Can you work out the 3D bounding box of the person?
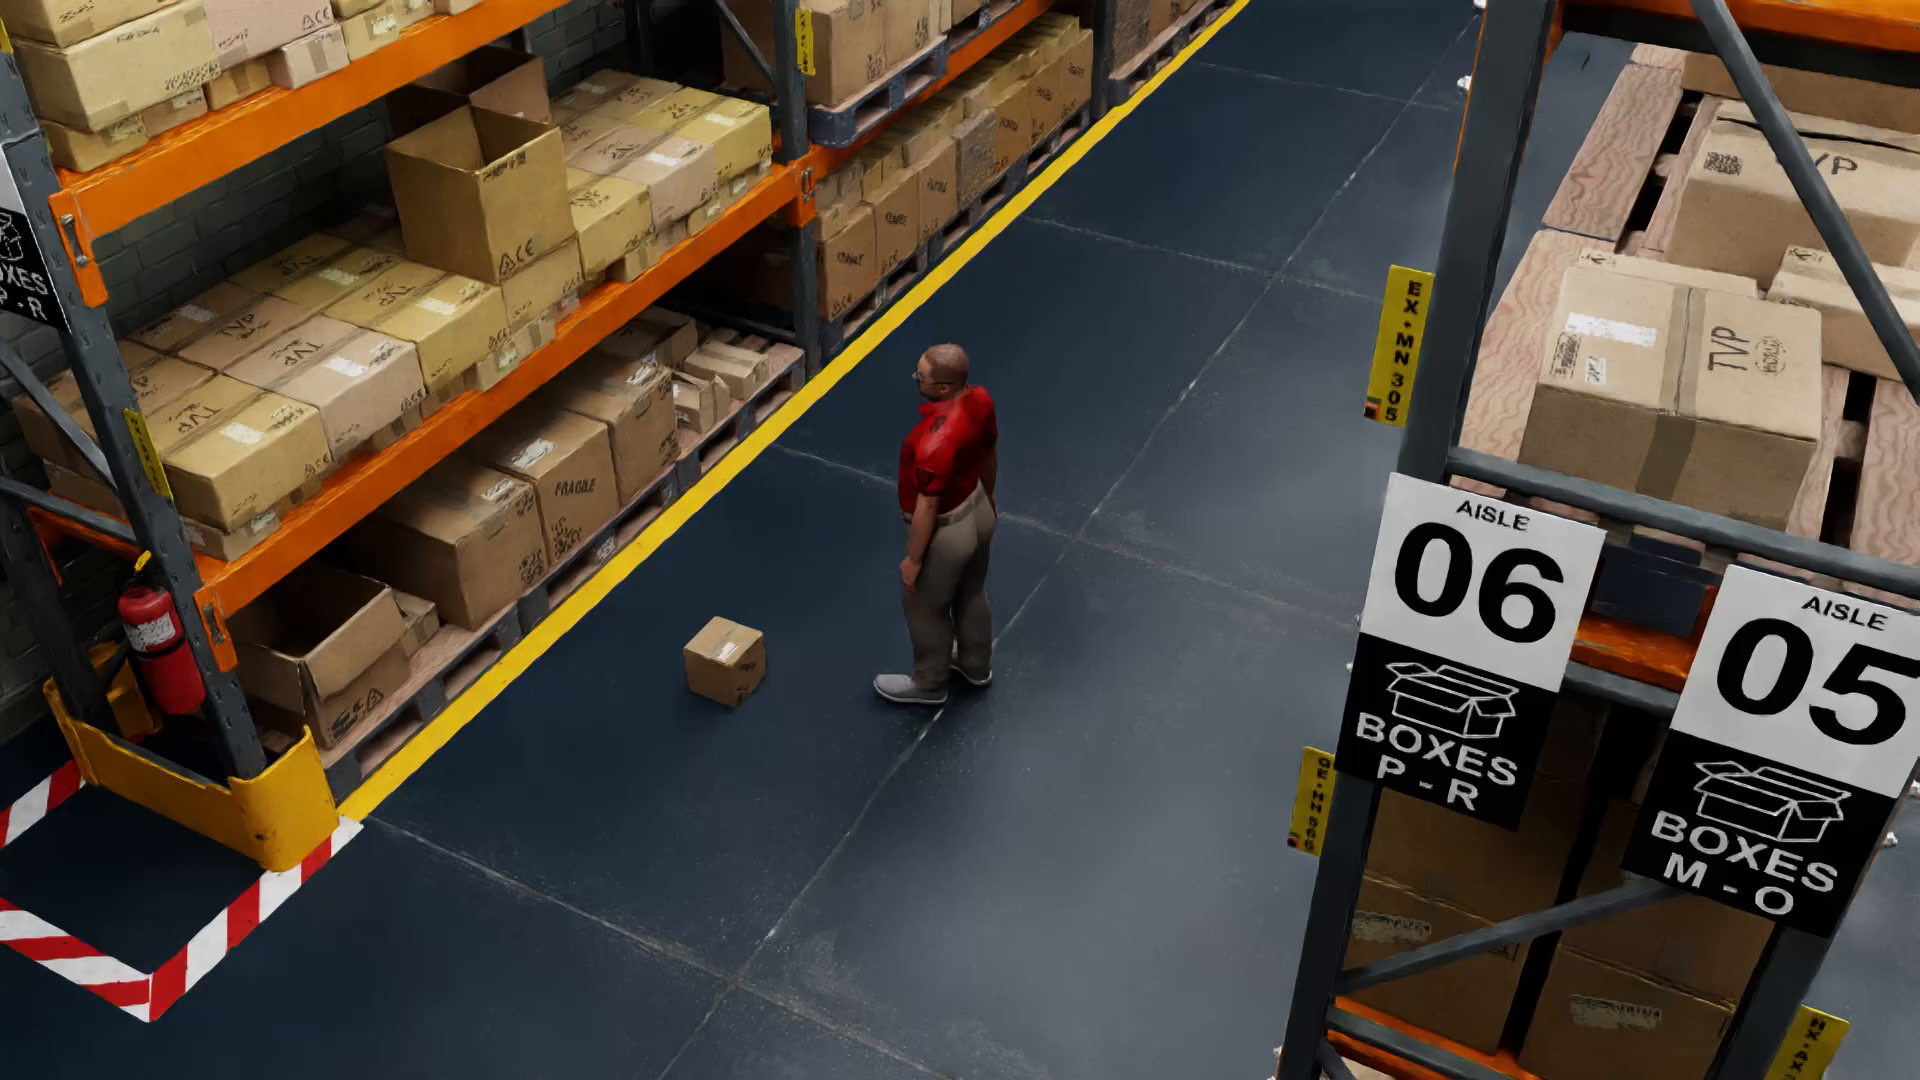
[{"bbox_3d":[-0.092,-0.068,6.820,0.449,1.730,0.640,17,41,20],"label":"person"}]
